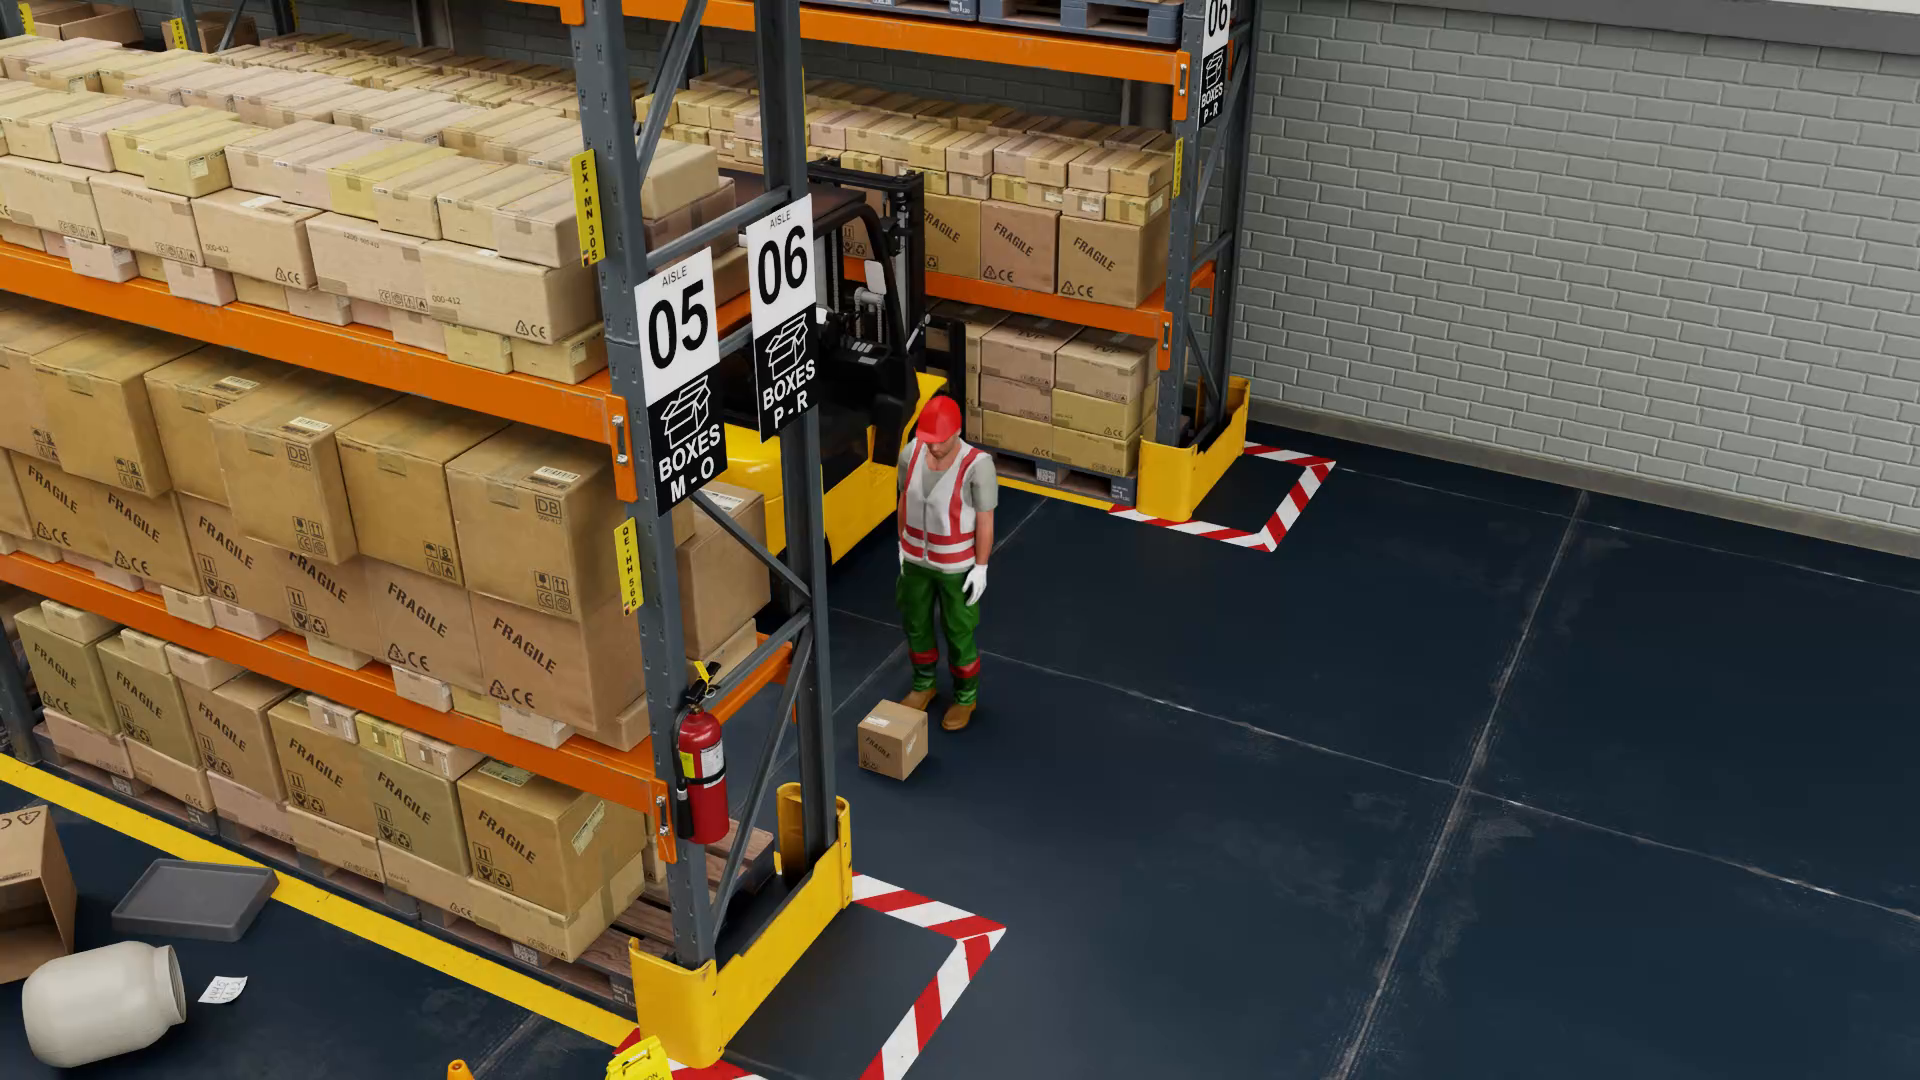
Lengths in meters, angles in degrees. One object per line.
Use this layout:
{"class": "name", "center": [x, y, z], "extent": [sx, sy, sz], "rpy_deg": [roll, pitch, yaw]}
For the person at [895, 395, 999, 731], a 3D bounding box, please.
{"class": "person", "center": [-0.085, 0.105, 8.099], "extent": [0.529, 1.775, 0.364], "rpy_deg": [15, 33, 24]}
